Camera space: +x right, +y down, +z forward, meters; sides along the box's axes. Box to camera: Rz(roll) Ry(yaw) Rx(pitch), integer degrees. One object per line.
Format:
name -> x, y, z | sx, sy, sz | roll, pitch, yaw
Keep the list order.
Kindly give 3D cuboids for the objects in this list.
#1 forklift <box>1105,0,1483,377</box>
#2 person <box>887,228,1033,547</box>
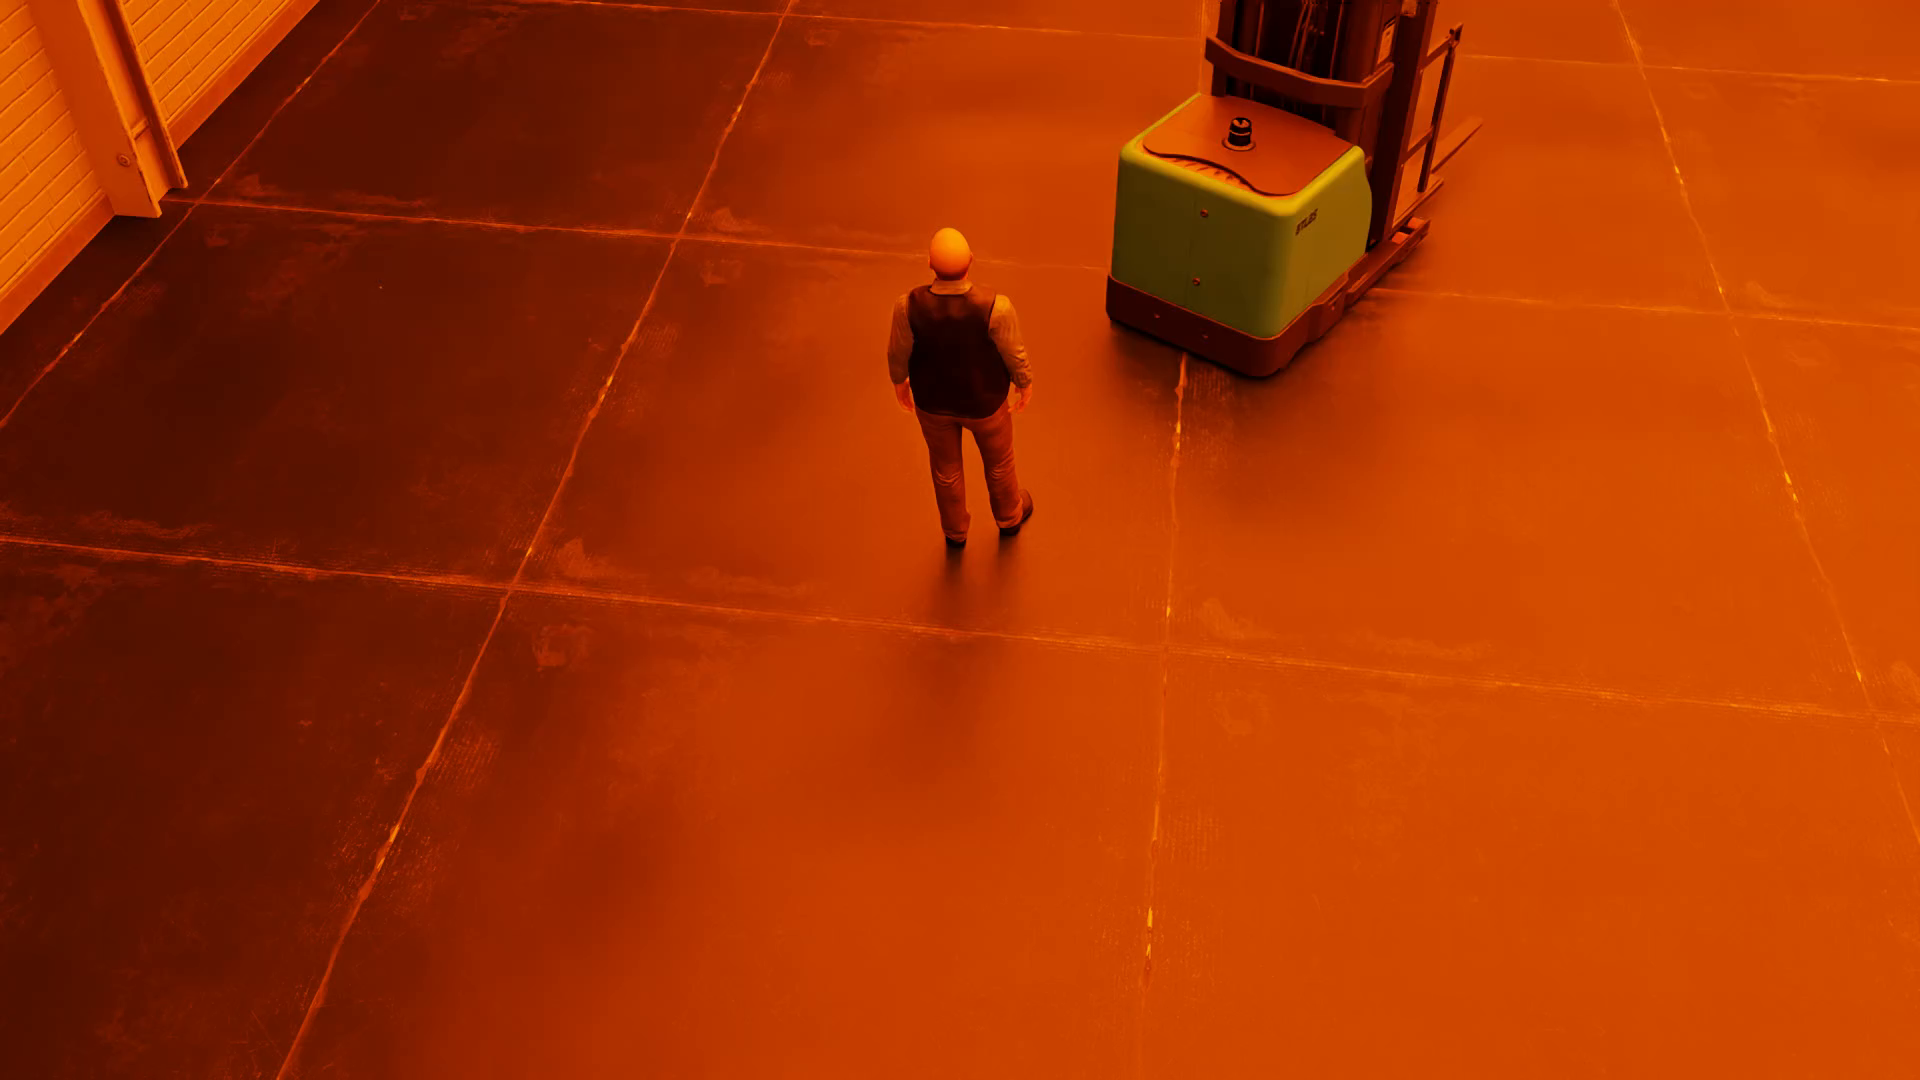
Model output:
forklift -> 2.096, -2.880, 8.860 | 1.130, 2.935, 3.031 | 27, 49, 27
person -> 0.016, -0.681, 7.349 | 0.633, 1.722, 0.566 | 5, 43, 6
